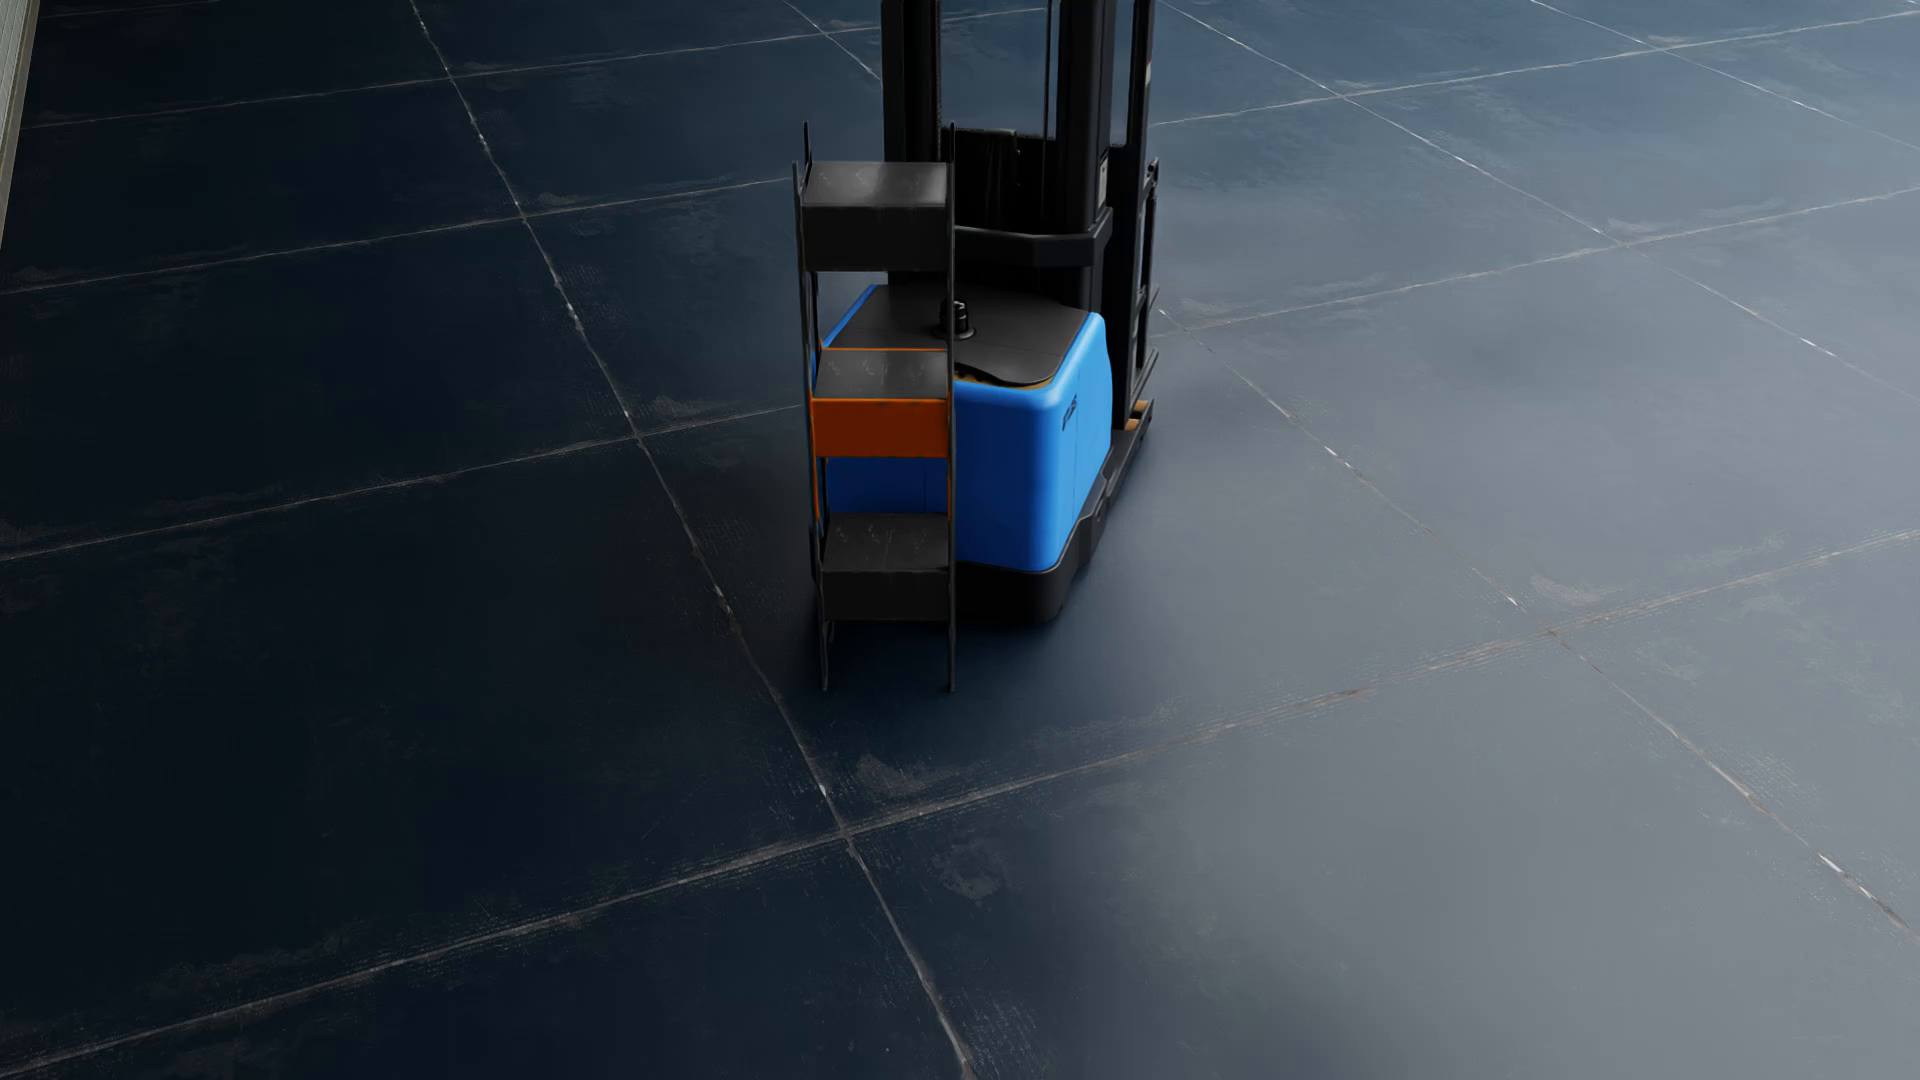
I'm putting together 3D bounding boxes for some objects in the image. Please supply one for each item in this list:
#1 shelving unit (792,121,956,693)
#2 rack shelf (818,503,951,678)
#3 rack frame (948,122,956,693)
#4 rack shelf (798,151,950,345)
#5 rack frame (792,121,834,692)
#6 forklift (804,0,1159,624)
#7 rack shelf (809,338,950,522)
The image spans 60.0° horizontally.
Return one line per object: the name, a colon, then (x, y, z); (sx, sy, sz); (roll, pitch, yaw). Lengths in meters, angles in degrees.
shelving unit: (-0.272, -0.407, 5.951); (0.503, 2.100, 0.431); (0, 33, 1)
rack shelf: (-0.272, 0.191, 6.340); (0.480, 0.518, 0.431); (0, 33, 1)
rack frame: (-0.028, -0.405, 5.948); (0.015, 2.100, 0.400); (0, 33, 1)
rack shelf: (-0.272, -0.983, 5.577); (0.480, 0.518, 0.431); (0, 33, 1)
rack frame: (-0.516, -0.409, 5.954); (0.015, 2.100, 0.400); (0, 33, 1)
forklift: (0.303, -1.694, 7.166); (1.130, 2.935, 3.031); (9, 34, 14)
rack shelf: (-0.272, -0.396, 5.958); (0.480, 0.518, 0.431); (0, 33, 1)
